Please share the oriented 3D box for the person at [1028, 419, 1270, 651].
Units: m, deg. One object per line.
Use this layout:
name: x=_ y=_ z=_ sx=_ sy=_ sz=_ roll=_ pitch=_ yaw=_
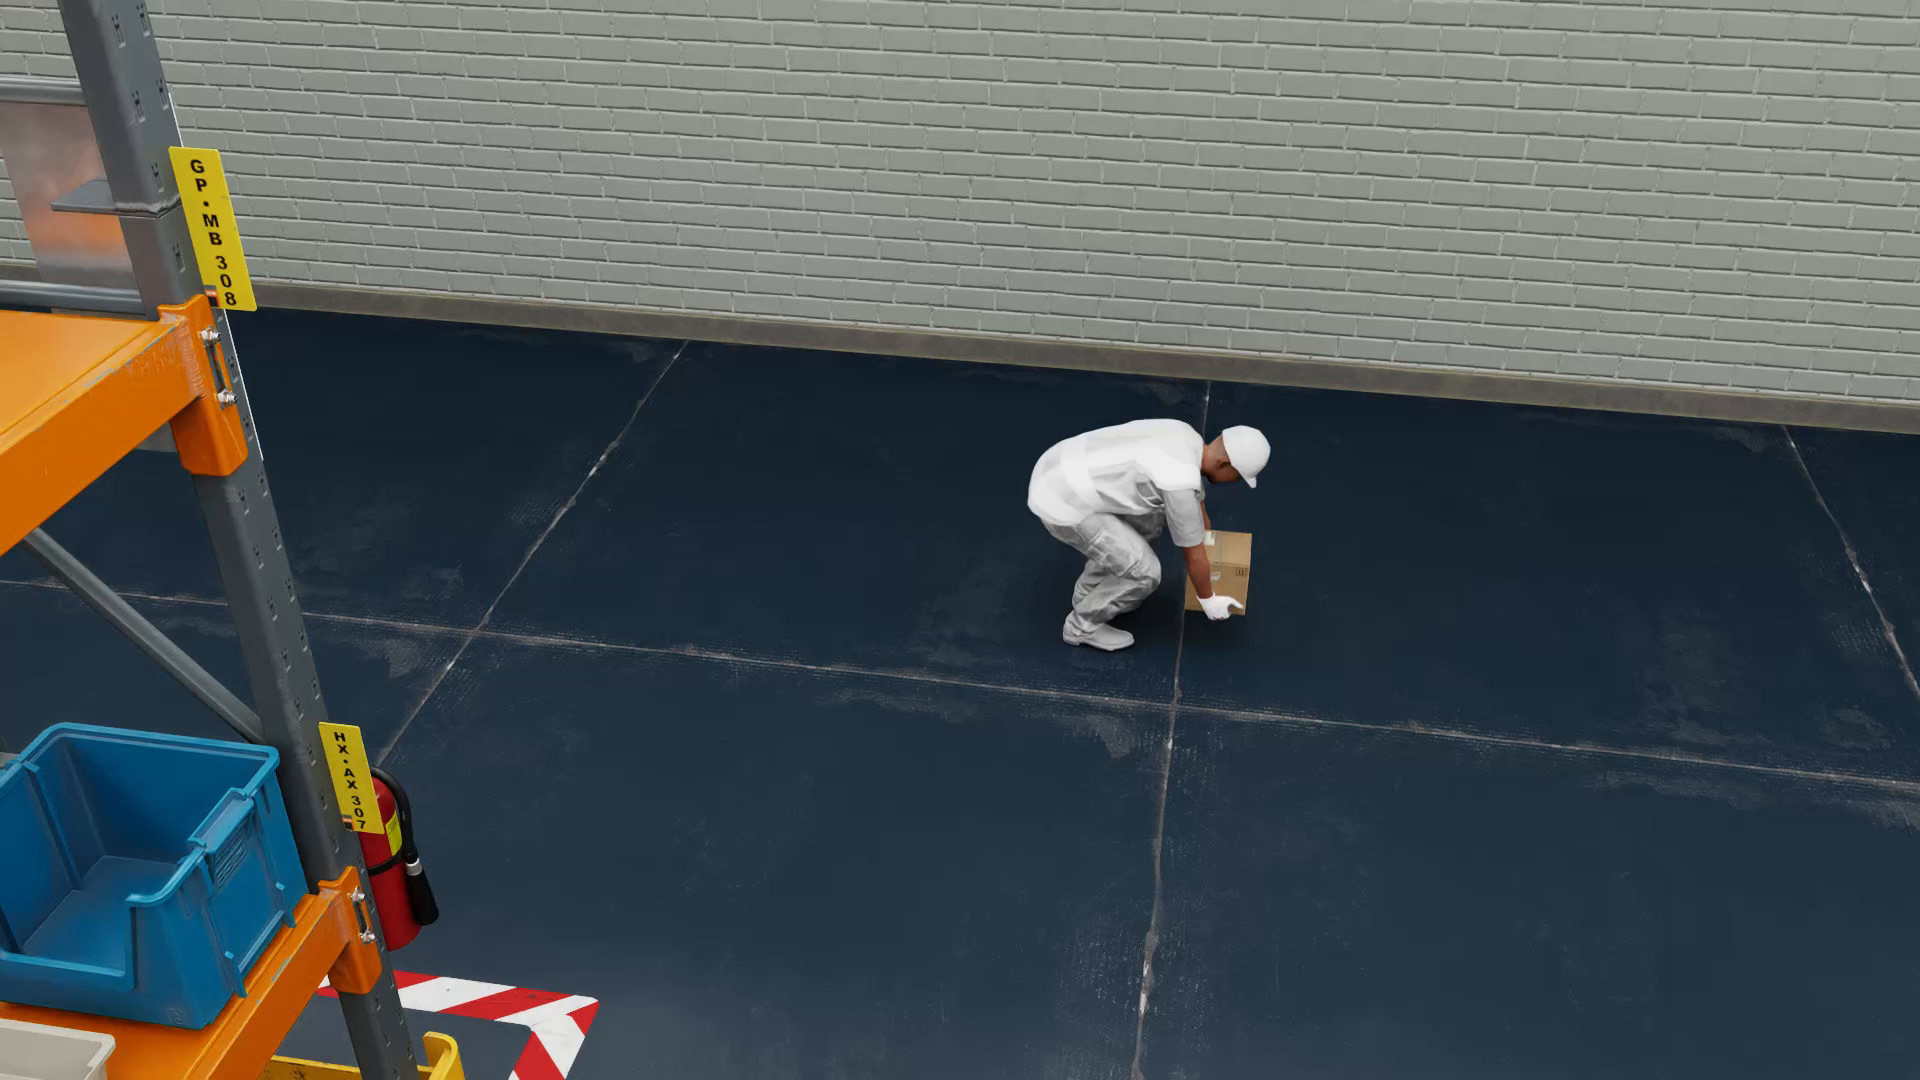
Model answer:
person: x=0.766 y=-0.048 z=6.940 sx=0.965 sy=0.994 sz=0.546 roll=4 pitch=32 yaw=6
